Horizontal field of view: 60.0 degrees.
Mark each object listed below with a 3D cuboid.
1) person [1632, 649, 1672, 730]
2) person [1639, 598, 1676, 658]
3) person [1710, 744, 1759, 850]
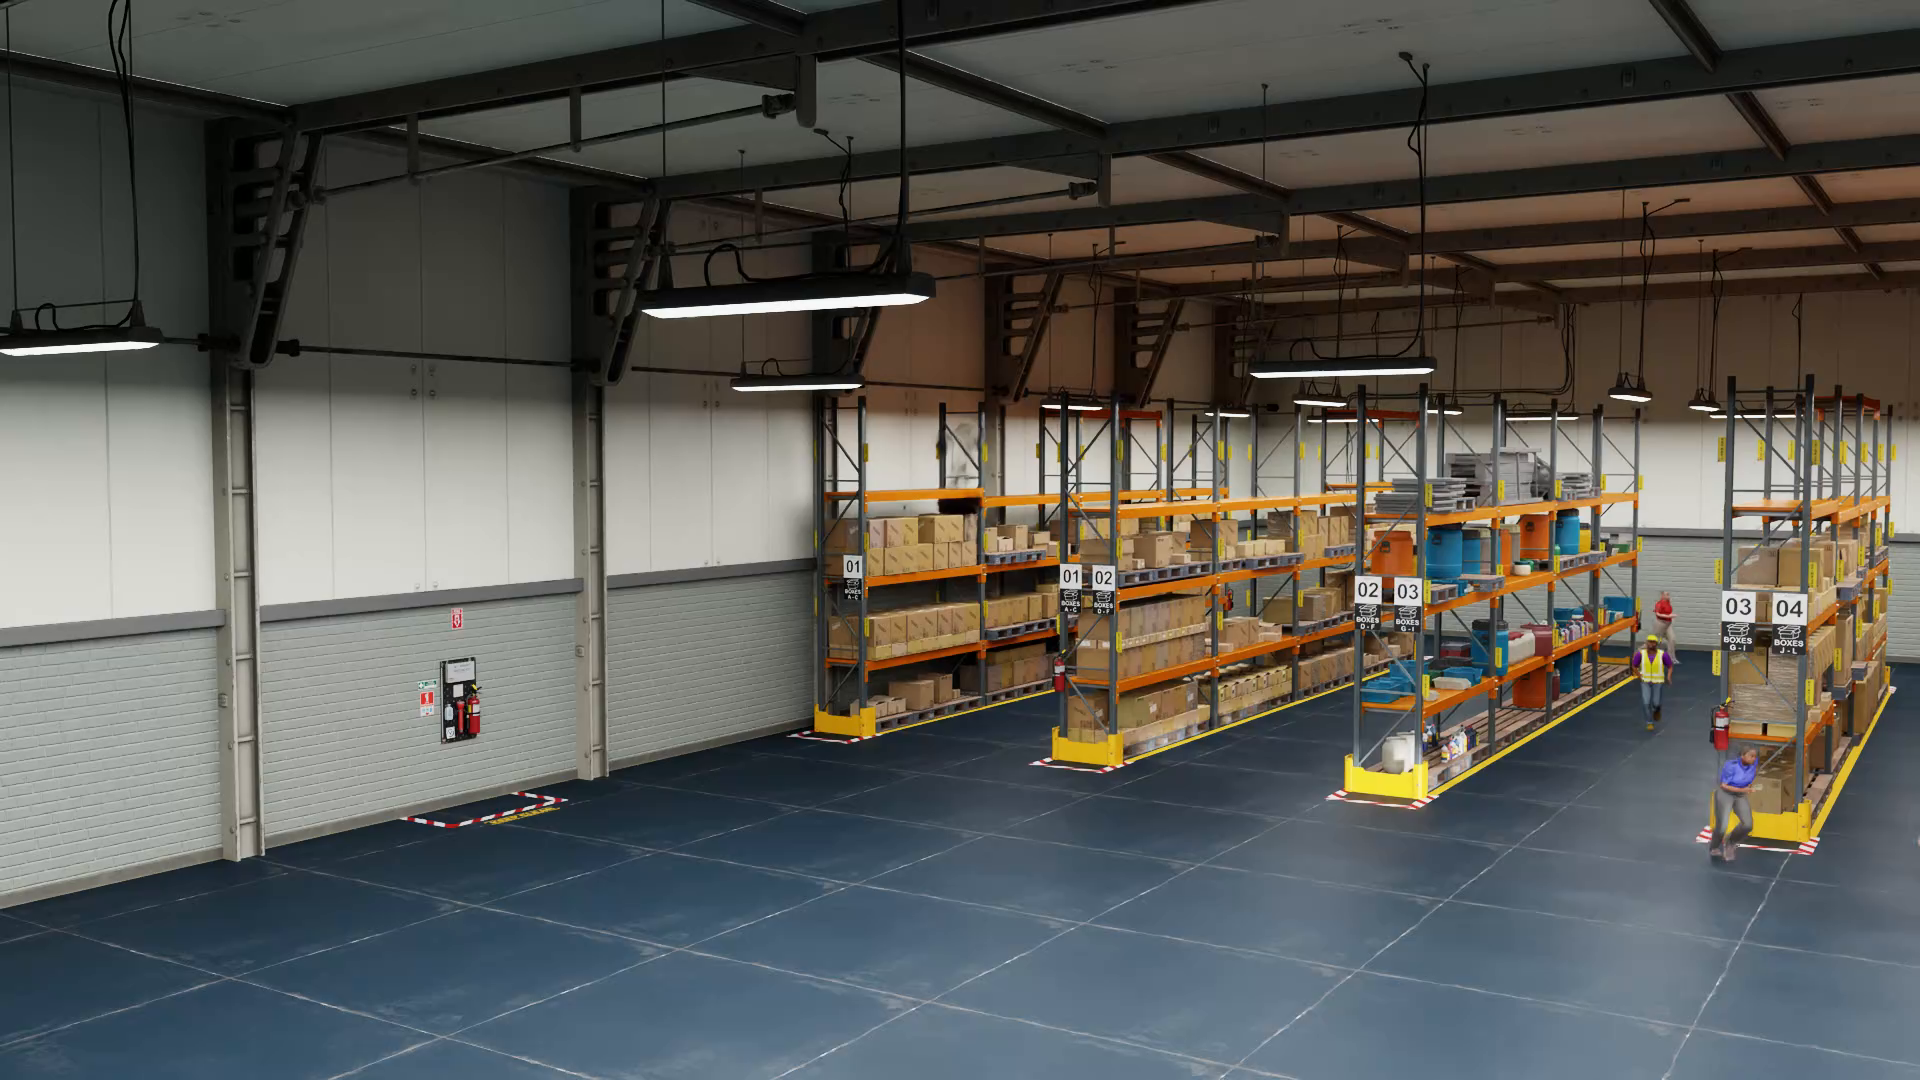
[{"bbox_3d":[12.520,2.693,30.111,0.678,1.468,0.514,1,3,25],"label":"person"},{"bbox_3d":[16.659,2.091,39.629,0.641,1.424,0.796,-2,4,-38],"label":"person"},{"bbox_3d":[9.465,3.146,20.213,0.602,1.432,0.874,0,3,-9],"label":"person"}]
